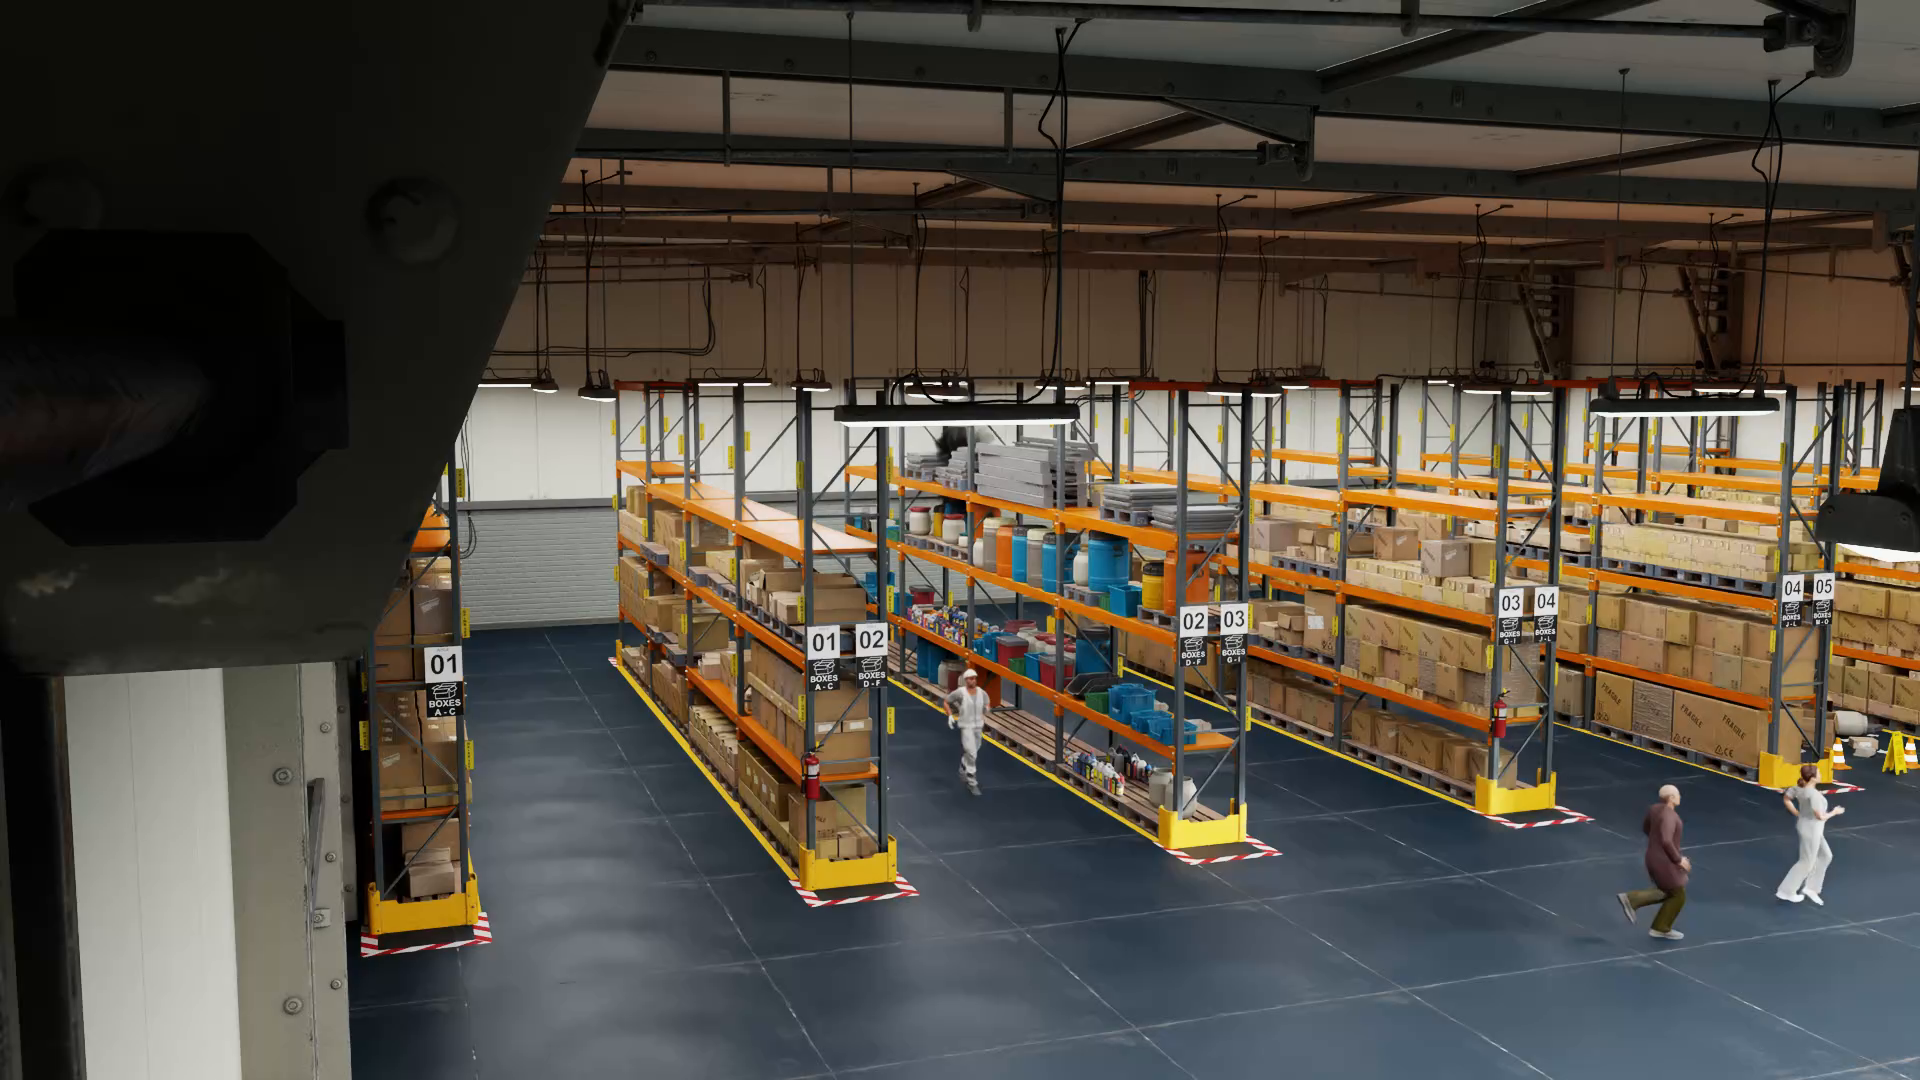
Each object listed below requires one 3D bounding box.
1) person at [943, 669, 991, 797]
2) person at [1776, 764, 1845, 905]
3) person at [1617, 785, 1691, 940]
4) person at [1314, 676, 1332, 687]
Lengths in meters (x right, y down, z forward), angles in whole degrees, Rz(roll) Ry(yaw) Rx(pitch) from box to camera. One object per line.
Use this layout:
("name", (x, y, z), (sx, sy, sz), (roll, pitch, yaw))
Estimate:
("person", (0.142, 2.823, 24.683), (0.650, 1.839, 0.826), (-4, 7, -32))
("person", (9.931, 3.451, 19.428), (0.691, 1.705, 0.544), (1, 6, 10))
("person", (7.661, 3.547, 18.326), (0.693, 1.731, 0.694), (0, 6, 2))
("person", (7.025, 2.142, 31.907), (0.587, 1.680, 0.819), (-3, 7, -27))
